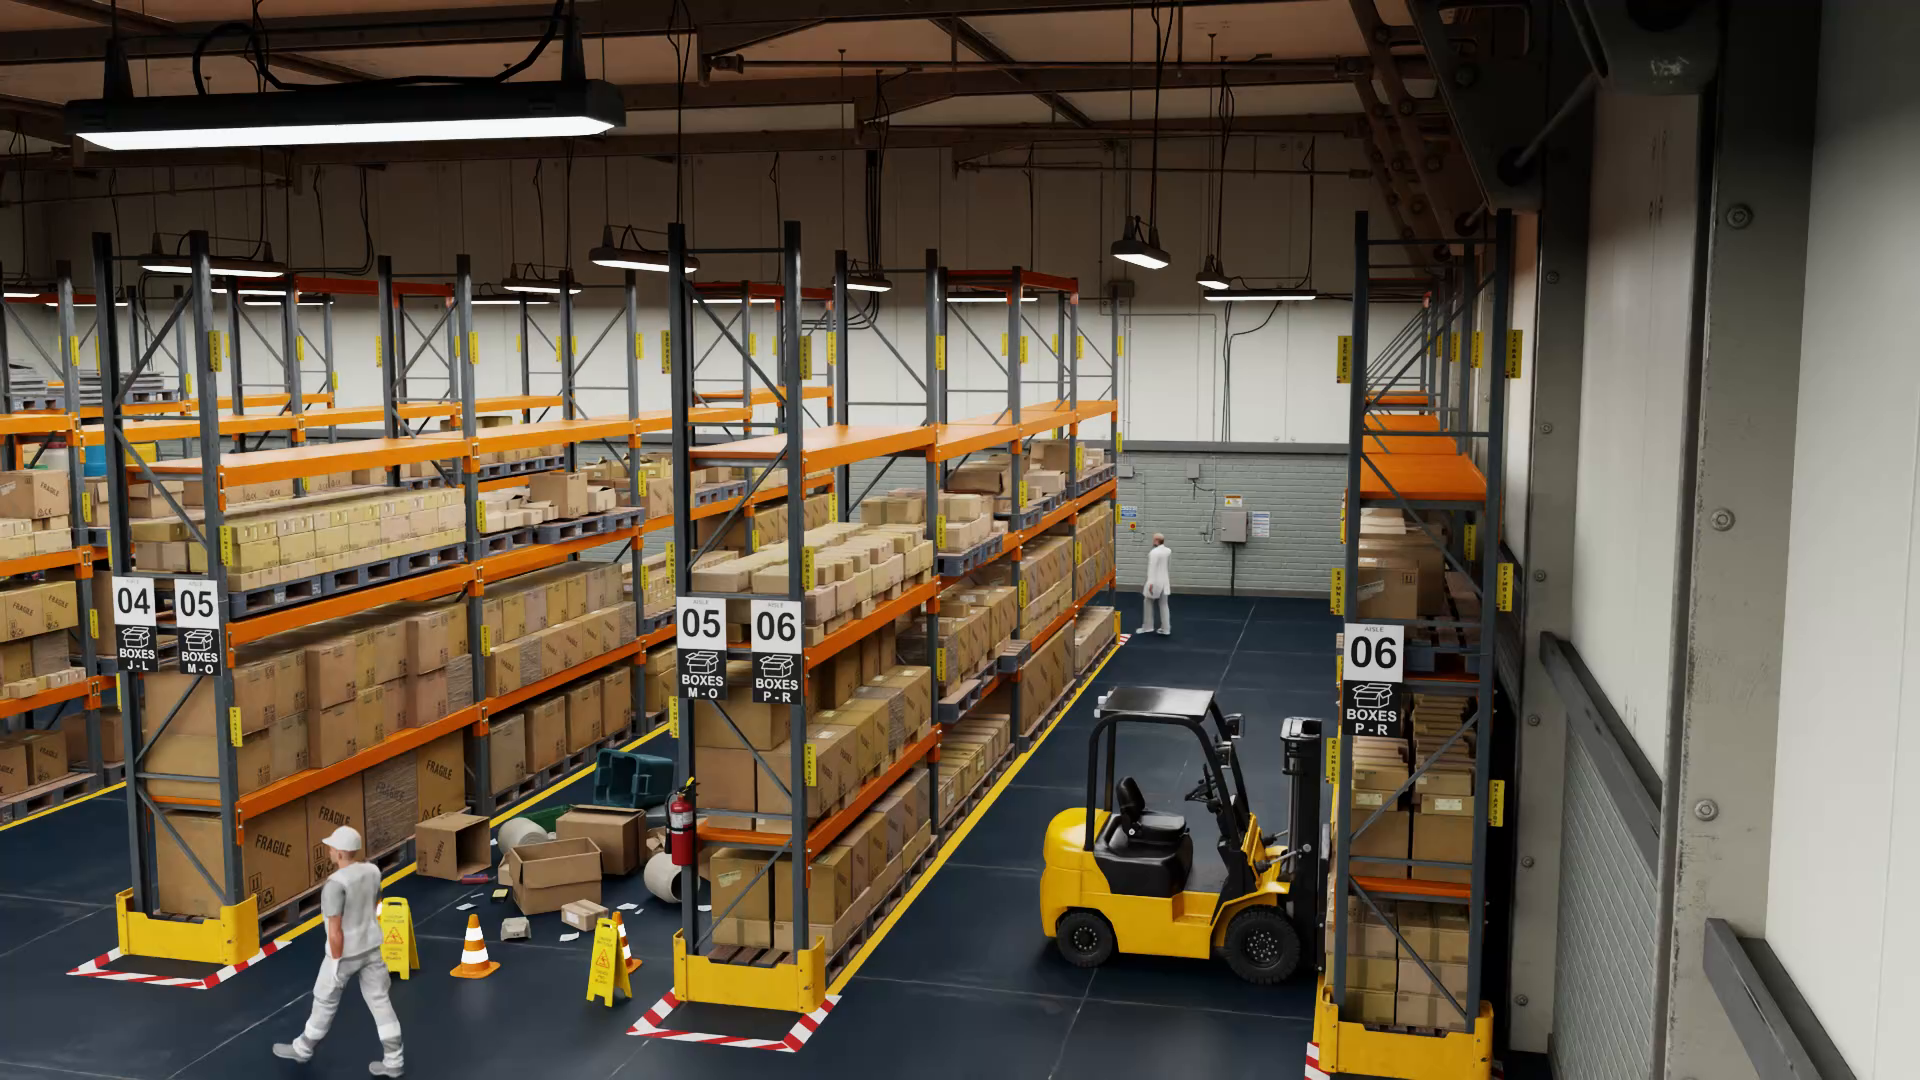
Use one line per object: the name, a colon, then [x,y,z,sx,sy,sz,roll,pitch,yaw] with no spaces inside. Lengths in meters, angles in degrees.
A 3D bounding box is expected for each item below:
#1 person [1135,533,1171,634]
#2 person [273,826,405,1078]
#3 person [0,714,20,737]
person: [3.402,0.759,28.938,0.643,1.793,0.763,-5,9,-37]
person: [-4.337,2.857,11.687,1.009,1.732,0.542,4,8,30]
person: [-11.595,1.887,20.318,0.540,1.658,0.554,1,7,8]
